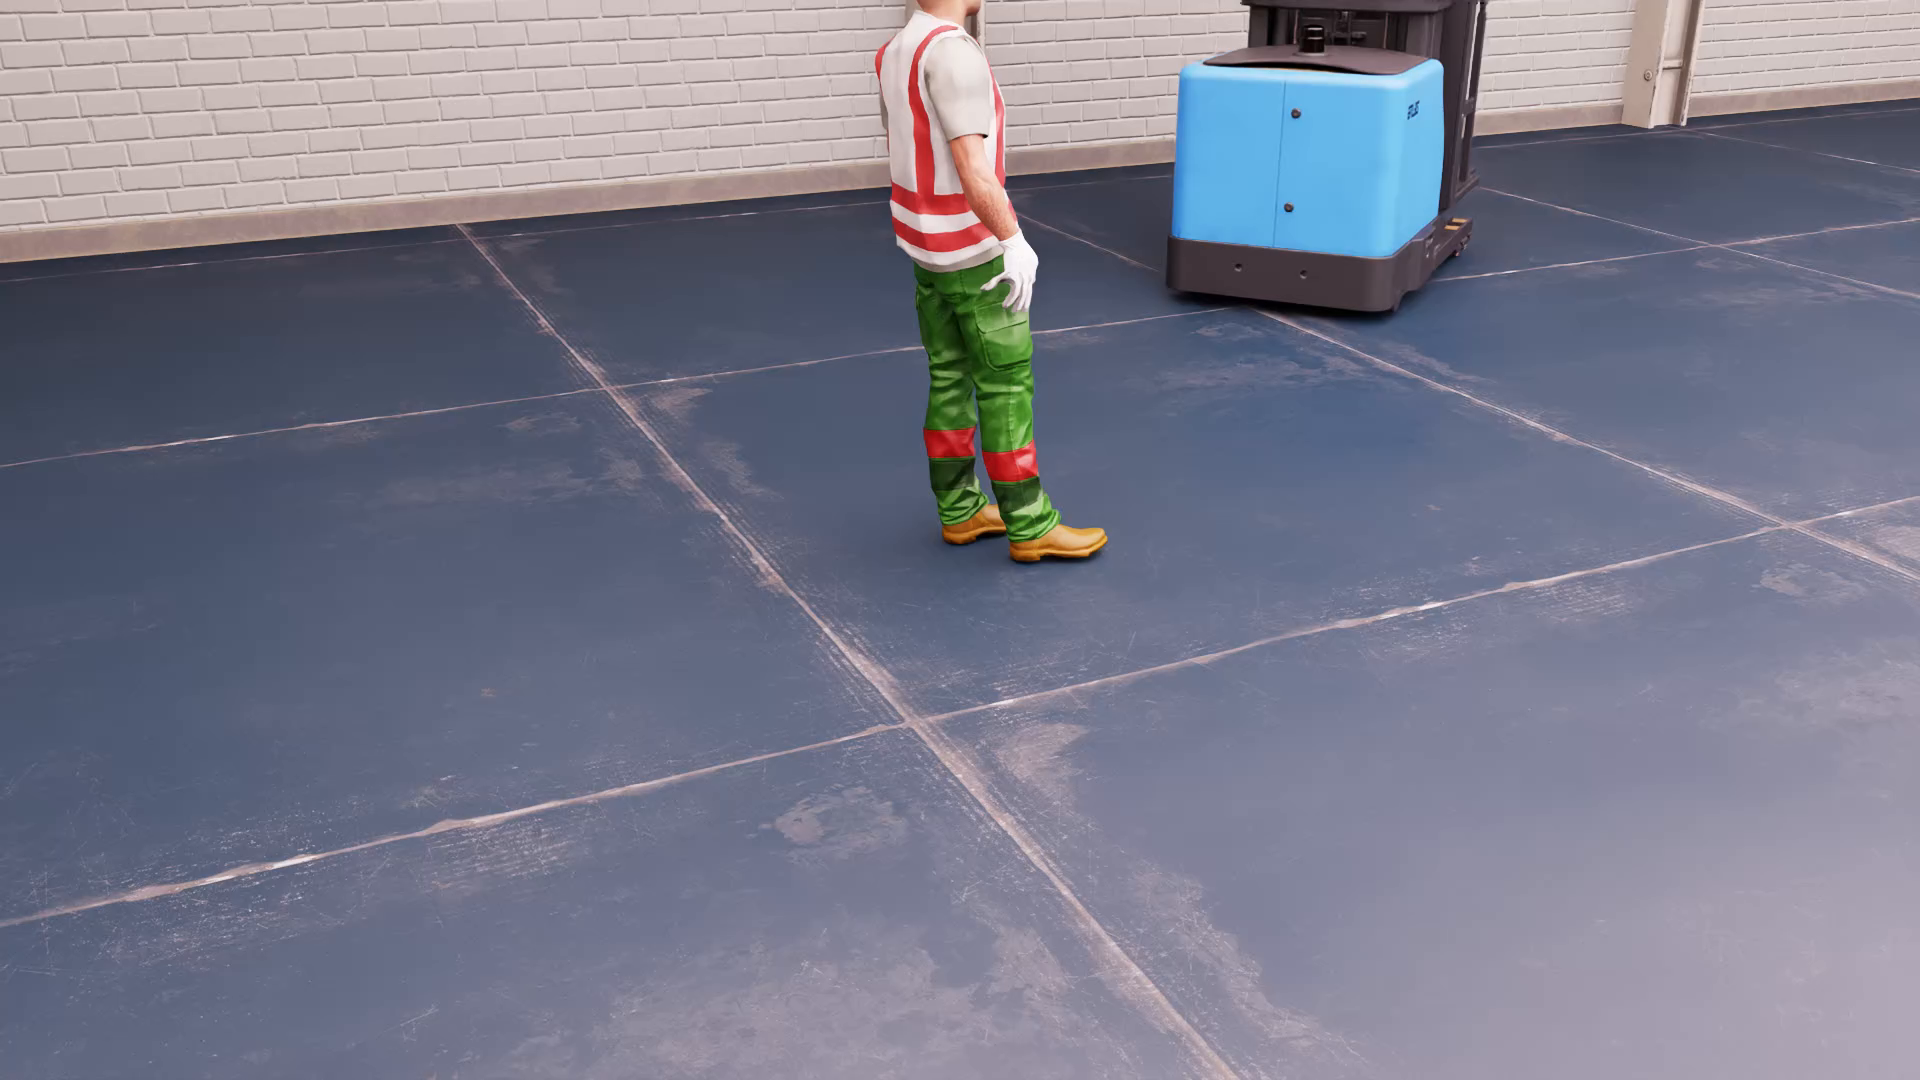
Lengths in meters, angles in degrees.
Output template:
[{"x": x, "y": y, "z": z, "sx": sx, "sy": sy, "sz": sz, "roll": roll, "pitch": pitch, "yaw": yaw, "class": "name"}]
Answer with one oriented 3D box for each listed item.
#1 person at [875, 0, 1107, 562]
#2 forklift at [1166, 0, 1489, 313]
[{"x": 0.078, "y": -0.842, "z": 4.784, "sx": 0.562, "sy": 1.789, "sz": 0.638, "roll": -10, "pitch": 25, "yaw": -23, "class": "person"}, {"x": 2.069, "y": -2.890, "z": 8.244, "sx": 1.130, "sy": 2.935, "sz": 3.031, "roll": 11, "pitch": 25, "yaw": 24, "class": "forklift"}]
